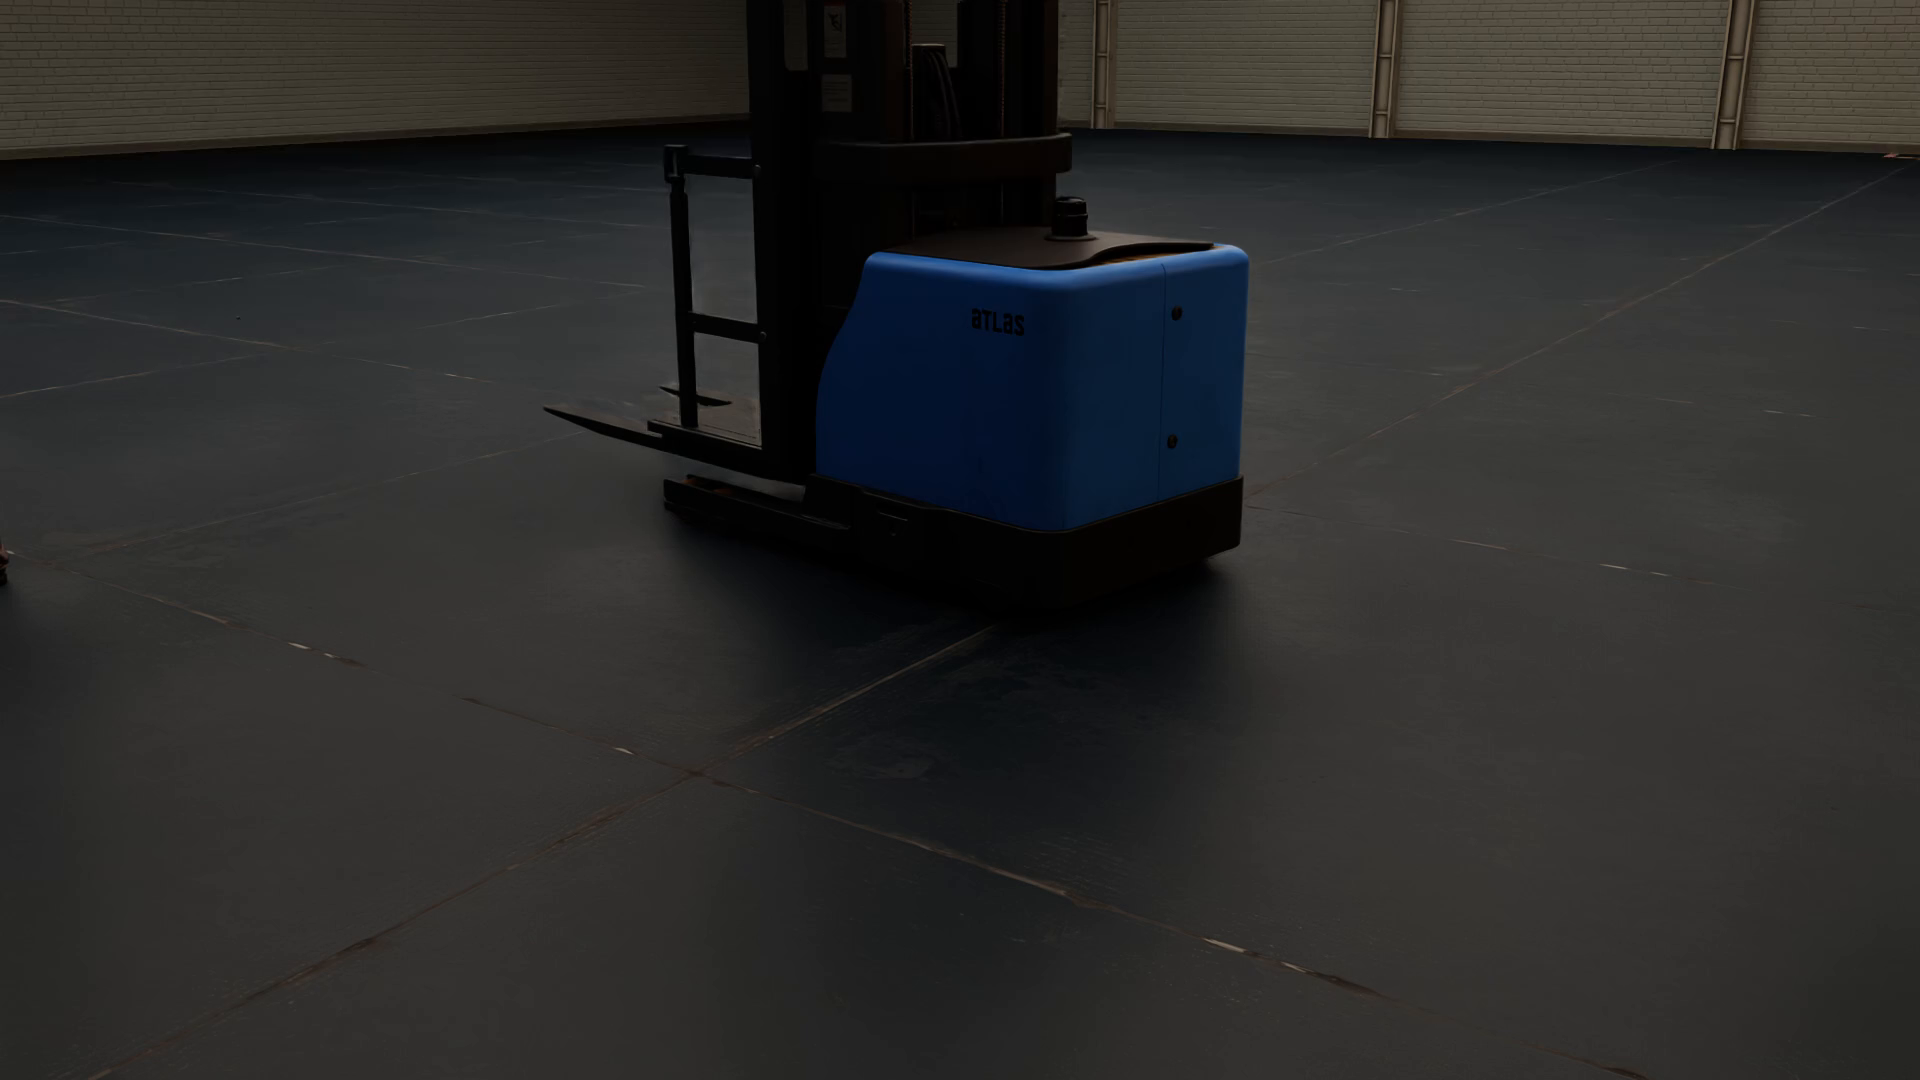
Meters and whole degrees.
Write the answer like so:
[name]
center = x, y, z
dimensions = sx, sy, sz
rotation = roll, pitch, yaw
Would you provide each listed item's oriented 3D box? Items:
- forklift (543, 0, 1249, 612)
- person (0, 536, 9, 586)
[forklift]
center = -0.455, -1.524, 5.930
dimensions = 3.031, 2.935, 1.130
rotation = 15, 23, 42
[person]
center = -3.183, -0.628, 5.051
dimensions = 0.424, 1.719, 0.580
rotation = -4, 17, -12
